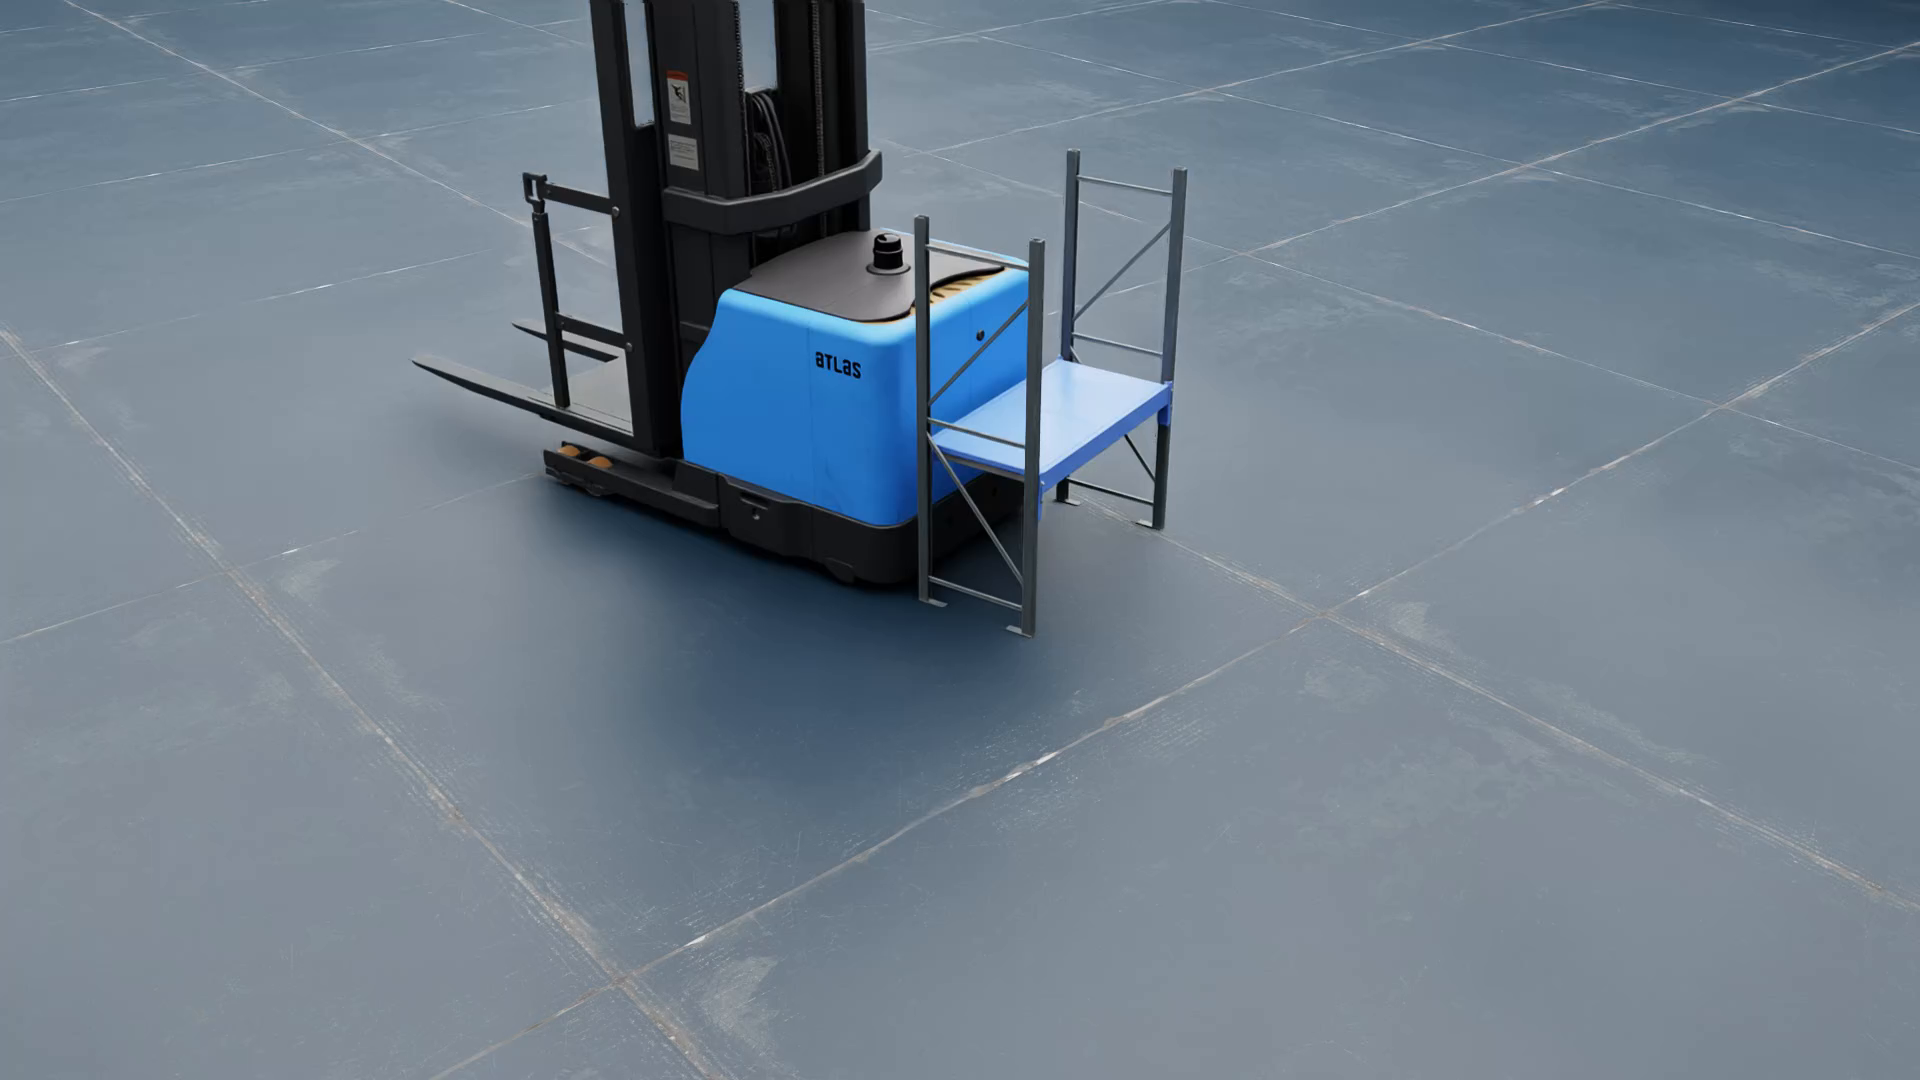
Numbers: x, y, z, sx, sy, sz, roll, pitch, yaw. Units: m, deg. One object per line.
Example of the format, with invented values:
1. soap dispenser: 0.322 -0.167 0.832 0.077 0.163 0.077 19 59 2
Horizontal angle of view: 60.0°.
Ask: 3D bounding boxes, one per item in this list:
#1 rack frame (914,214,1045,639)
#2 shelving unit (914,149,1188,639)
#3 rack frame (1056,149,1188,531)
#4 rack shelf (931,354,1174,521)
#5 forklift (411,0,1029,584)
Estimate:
1. rack frame: 0.060 -0.371 5.852 0.500 1.500 0.032 17 33 29
2. shelving unit: 0.342 -0.570 6.225 0.538 1.500 1.048 17 33 29
3. rack frame: 0.624 -0.769 6.598 0.500 1.500 0.032 17 33 29
4. rack shelf: 0.342 -0.411 6.310 0.538 0.185 1.000 17 33 29
5. forklift: -1.179 -1.661 6.748 3.031 2.935 1.130 19 33 31
